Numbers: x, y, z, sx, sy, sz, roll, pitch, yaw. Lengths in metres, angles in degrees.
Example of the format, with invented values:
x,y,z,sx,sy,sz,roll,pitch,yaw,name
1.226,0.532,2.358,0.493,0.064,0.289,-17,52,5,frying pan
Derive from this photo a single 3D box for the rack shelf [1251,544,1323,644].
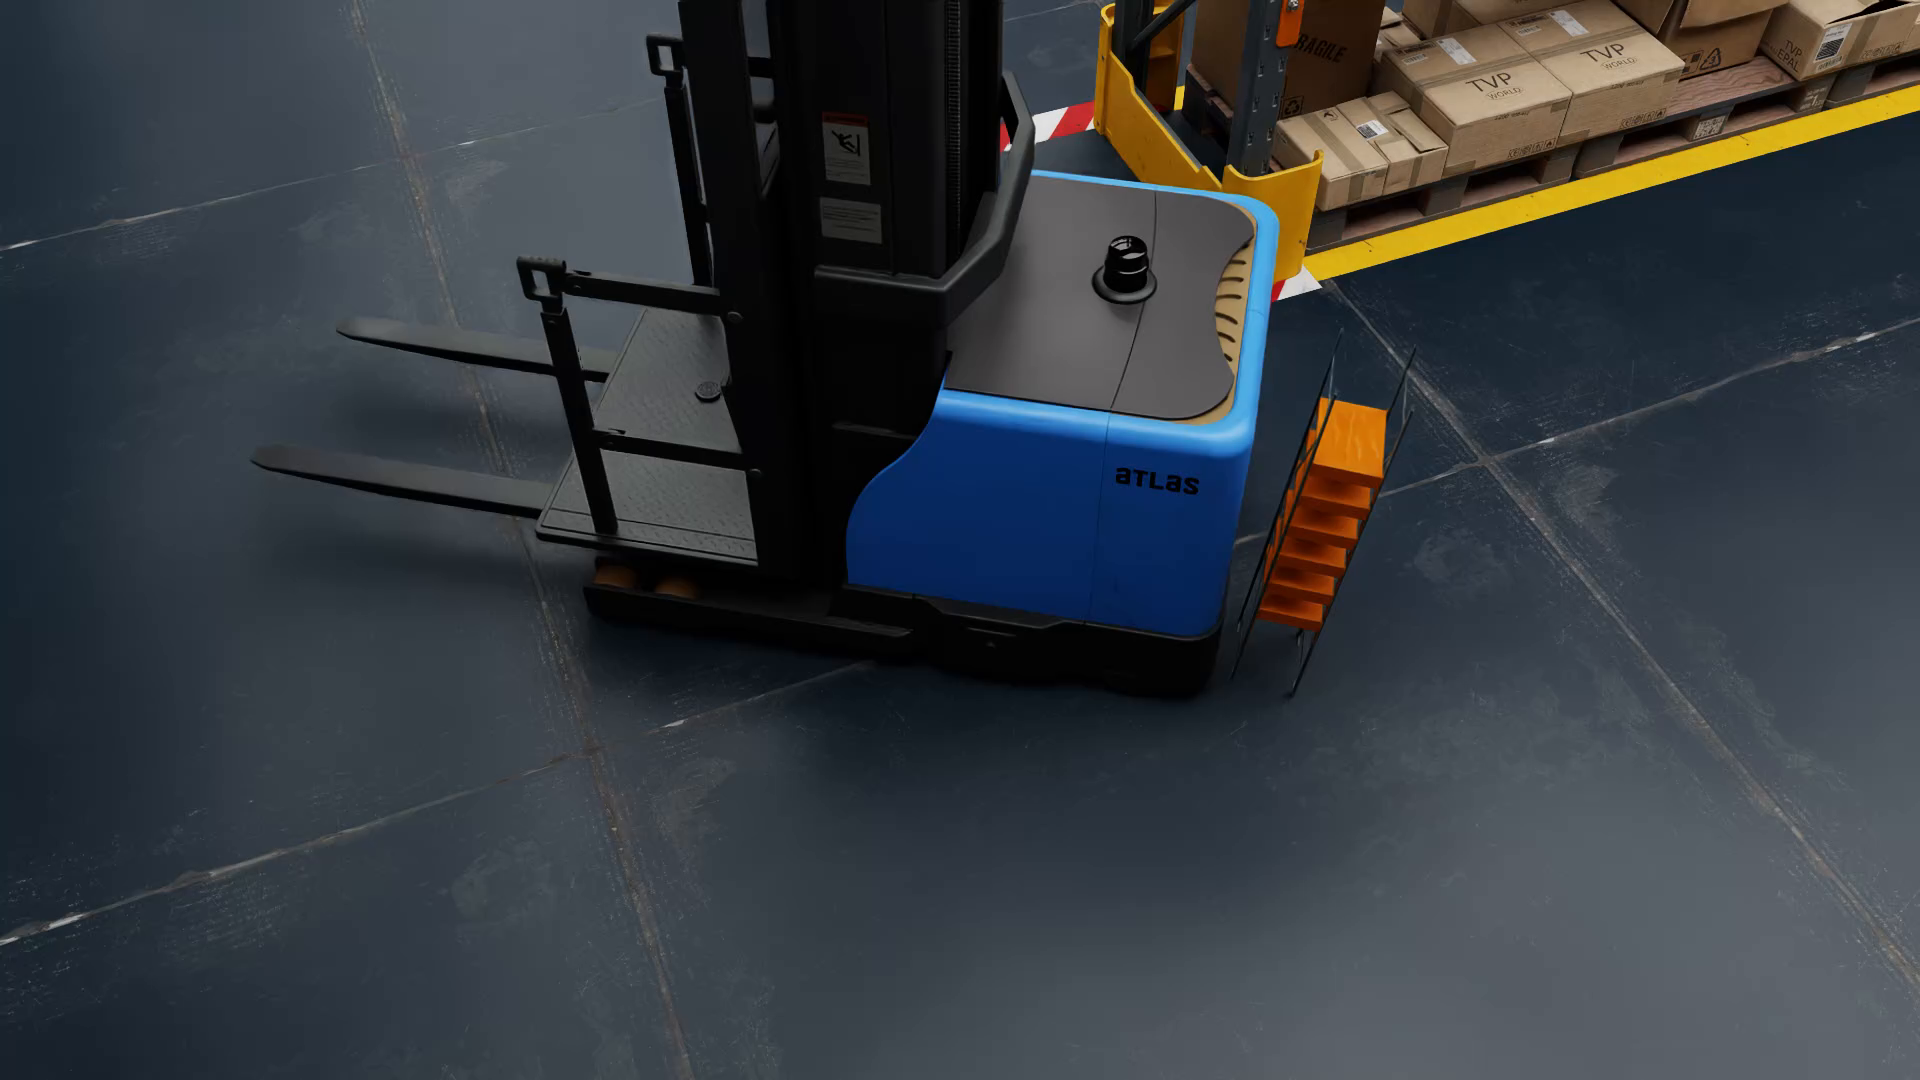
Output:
x,y,z,sx,sy,sz,roll,pitch,yaw,name
0.934,0.148,4.698,0.180,0.103,0.258,12,50,4,rack shelf

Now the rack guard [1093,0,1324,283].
x,y,z,sx,sy,sz,roll,pitch,yaw,name
0.895,-1.503,6.211,0.348,0.500,1.175,-17,52,-14,rack guard

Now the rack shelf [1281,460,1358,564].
x,y,z,sx,sy,sz,roll,pitch,yaw,name
0.964,-0.081,4.421,0.180,0.103,0.258,12,50,4,rack shelf

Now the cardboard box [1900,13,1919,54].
x,y,z,sx,sy,sz,roll,pitch,yaw,name
3.783,-2.145,6.704,0.250,0.149,0.380,-17,52,-14,cardboard box

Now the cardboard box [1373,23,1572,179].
x,y,z,sx,sy,sz,roll,pitch,yaw,name
1.898,-1.643,6.206,0.500,0.250,0.500,-17,52,-14,cardboard box

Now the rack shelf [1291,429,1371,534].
x,y,z,sx,sy,sz,roll,pitch,yaw,name
0.974,-0.157,4.329,0.180,0.103,0.258,12,50,4,rack shelf

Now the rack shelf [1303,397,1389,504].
x,y,z,sx,sy,sz,roll,pitch,yaw,name
0.984,-0.233,4.237,0.180,0.103,0.258,12,50,4,rack shelf

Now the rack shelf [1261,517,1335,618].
x,y,z,sx,sy,sz,roll,pitch,yaw,name
0.944,0.072,4.606,0.180,0.103,0.258,12,50,4,rack shelf

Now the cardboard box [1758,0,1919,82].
x,y,z,sx,sy,sz,roll,pitch,yaw,name
3.413,-2.132,6.586,0.500,0.311,0.500,-17,52,-14,cardboard box

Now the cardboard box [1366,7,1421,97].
x,y,z,sx,sy,sz,roll,pitch,yaw,name
1.644,-1.898,6.480,0.250,0.166,0.380,-17,52,-14,cardboard box

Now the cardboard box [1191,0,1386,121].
x,y,z,sx,sy,sz,roll,pitch,yaw,name
1.235,-1.953,6.308,0.500,0.500,0.500,-17,52,-14,cardboard box

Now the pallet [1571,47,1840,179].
x,y,z,sx,sy,sz,roll,pitch,yaw,name
2.761,-1.985,6.816,1.213,0.211,1.003,-17,52,-14,pallet

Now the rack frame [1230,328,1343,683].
x,y,z,sx,sy,sz,roll,pitch,yaw,name
0.868,-0.052,4.486,0.006,1.200,0.240,12,50,4,rack frame

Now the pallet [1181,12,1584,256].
x,y,z,sx,sy,sz,roll,pitch,yaw,name
1.633,-1.638,6.518,1.213,0.211,1.003,-17,52,-14,pallet

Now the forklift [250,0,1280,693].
x,y,z,sx,sy,sz,roll,pitch,yaw,name
-0.661,-1.078,4.244,3.031,2.935,1.130,9,50,7,forklift

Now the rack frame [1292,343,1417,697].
x,y,z,sx,sy,sz,roll,pitch,yaw,name
1.047,-0.013,4.473,0.006,1.200,0.240,12,50,4,rack frame

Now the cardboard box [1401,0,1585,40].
x,y,z,sx,sy,sz,roll,pitch,yaw,name
2.126,-2.123,6.619,0.500,0.250,0.500,-17,52,-14,cardboard box

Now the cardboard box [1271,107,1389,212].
x,y,z,sx,sy,sz,roll,pitch,yaw,name
1.342,-1.389,6.055,0.250,0.149,0.380,-17,52,-14,cardboard box

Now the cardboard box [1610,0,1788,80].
x,y,z,sx,sy,sz,roll,pitch,yaw,name
2.791,-2.230,6.544,0.637,0.503,0.797,-17,52,-14,cardboard box

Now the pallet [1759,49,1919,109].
x,y,z,sx,sy,sz,roll,pitch,yaw,name
3.892,-2.338,7.119,1.213,0.211,1.003,-17,52,-14,pallet

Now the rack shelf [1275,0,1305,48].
x,y,z,sx,sy,sz,roll,pitch,yaw,name
2.676,-2.635,6.010,4.000,0.370,1.077,-17,52,-14,rack shelf

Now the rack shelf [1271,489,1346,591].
x,y,z,sx,sy,sz,roll,pitch,yaw,name
0.954,-0.005,4.513,0.180,0.103,0.258,12,50,4,rack shelf

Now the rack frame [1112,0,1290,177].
x,y,z,sx,sy,sz,roll,pitch,yaw,name
0.825,-2.295,5.244,0.127,3.000,1.000,-17,52,-14,rack frame

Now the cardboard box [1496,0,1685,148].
x,y,z,sx,sy,sz,roll,pitch,yaw,name
2.361,-1.787,6.329,0.500,0.250,0.500,-17,52,-14,cardboard box

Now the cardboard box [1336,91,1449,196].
x,y,z,sx,sy,sz,roll,pitch,yaw,name
1.574,-1.466,6.109,0.250,0.166,0.380,-17,52,-14,cardboard box

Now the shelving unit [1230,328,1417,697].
x,y,z,sx,sy,sz,roll,pitch,yaw,name
0.958,-0.033,4.479,0.189,1.200,0.258,12,50,4,shelving unit
